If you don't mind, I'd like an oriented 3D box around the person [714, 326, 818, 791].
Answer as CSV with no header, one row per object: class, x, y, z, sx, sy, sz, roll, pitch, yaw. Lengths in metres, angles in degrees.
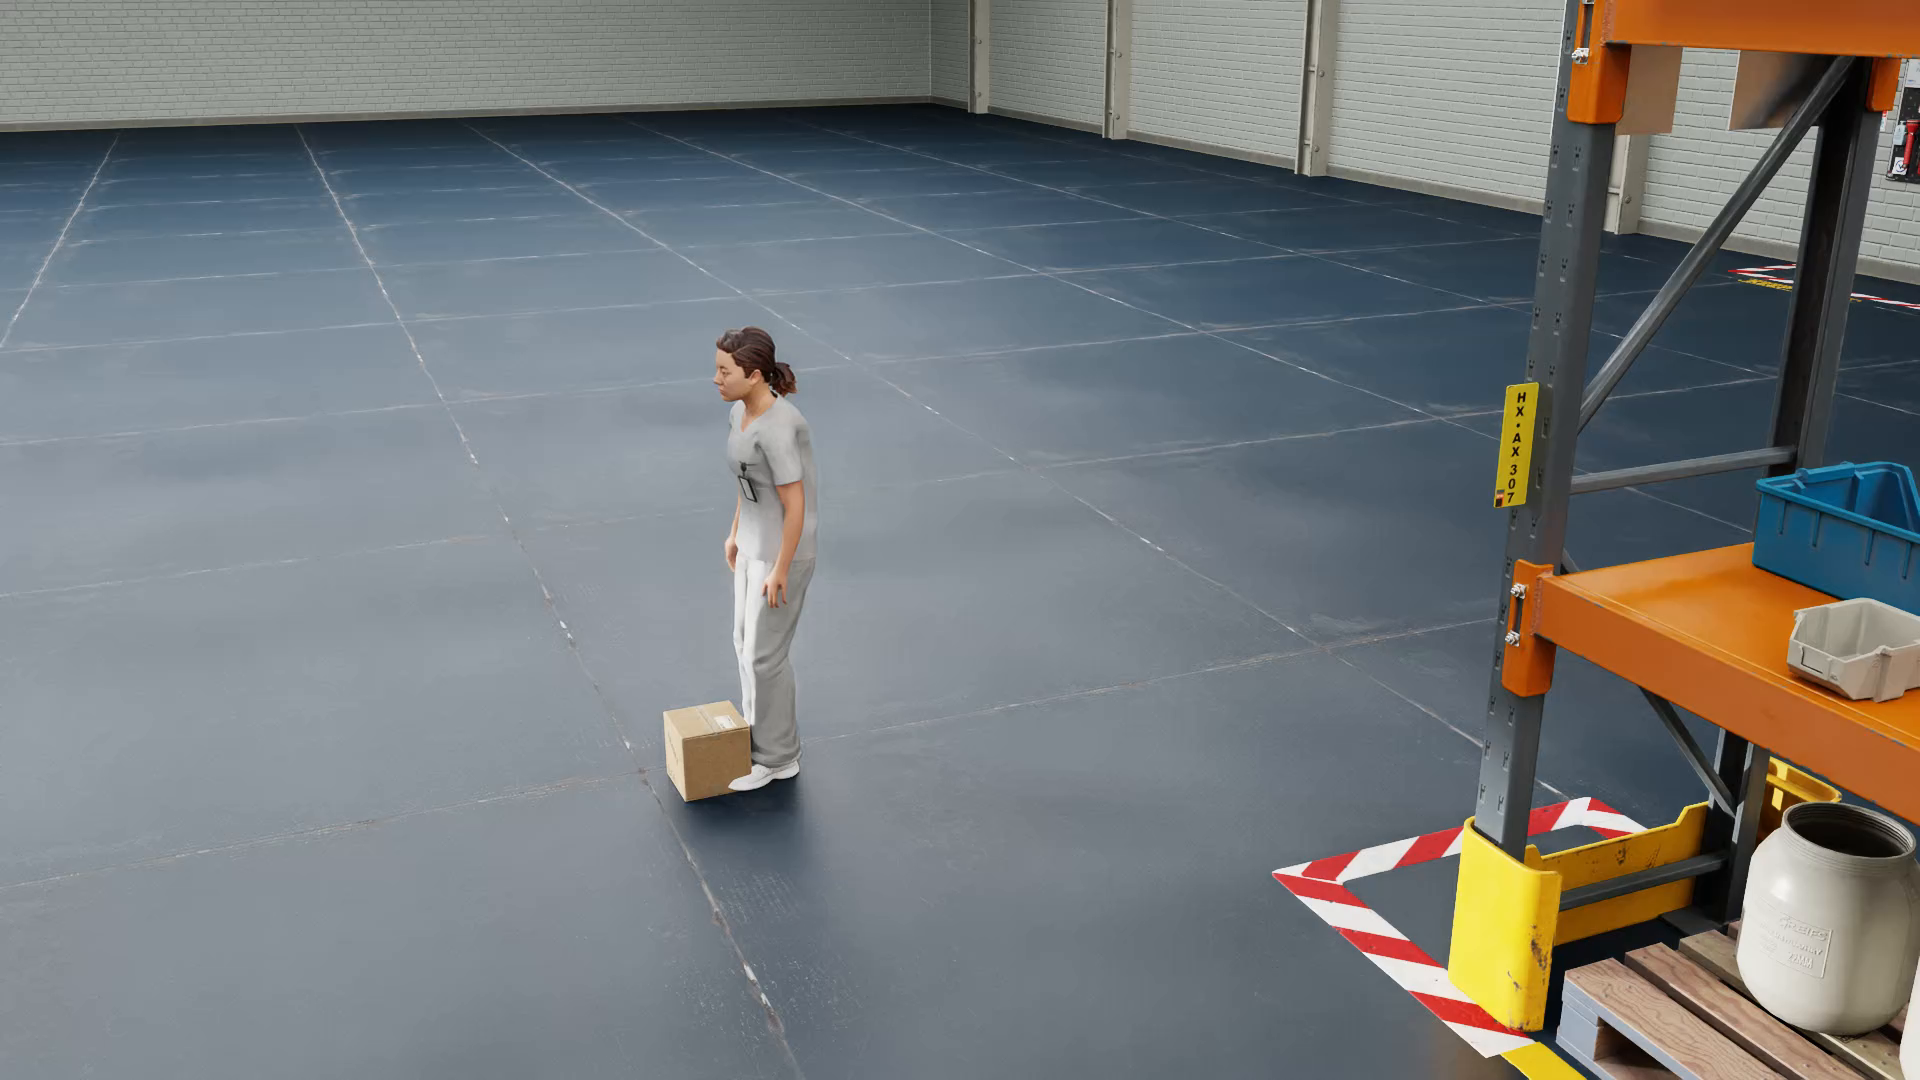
person,-0.714,0.061,5.888,0.407,1.673,0.511,-9,21,-24
